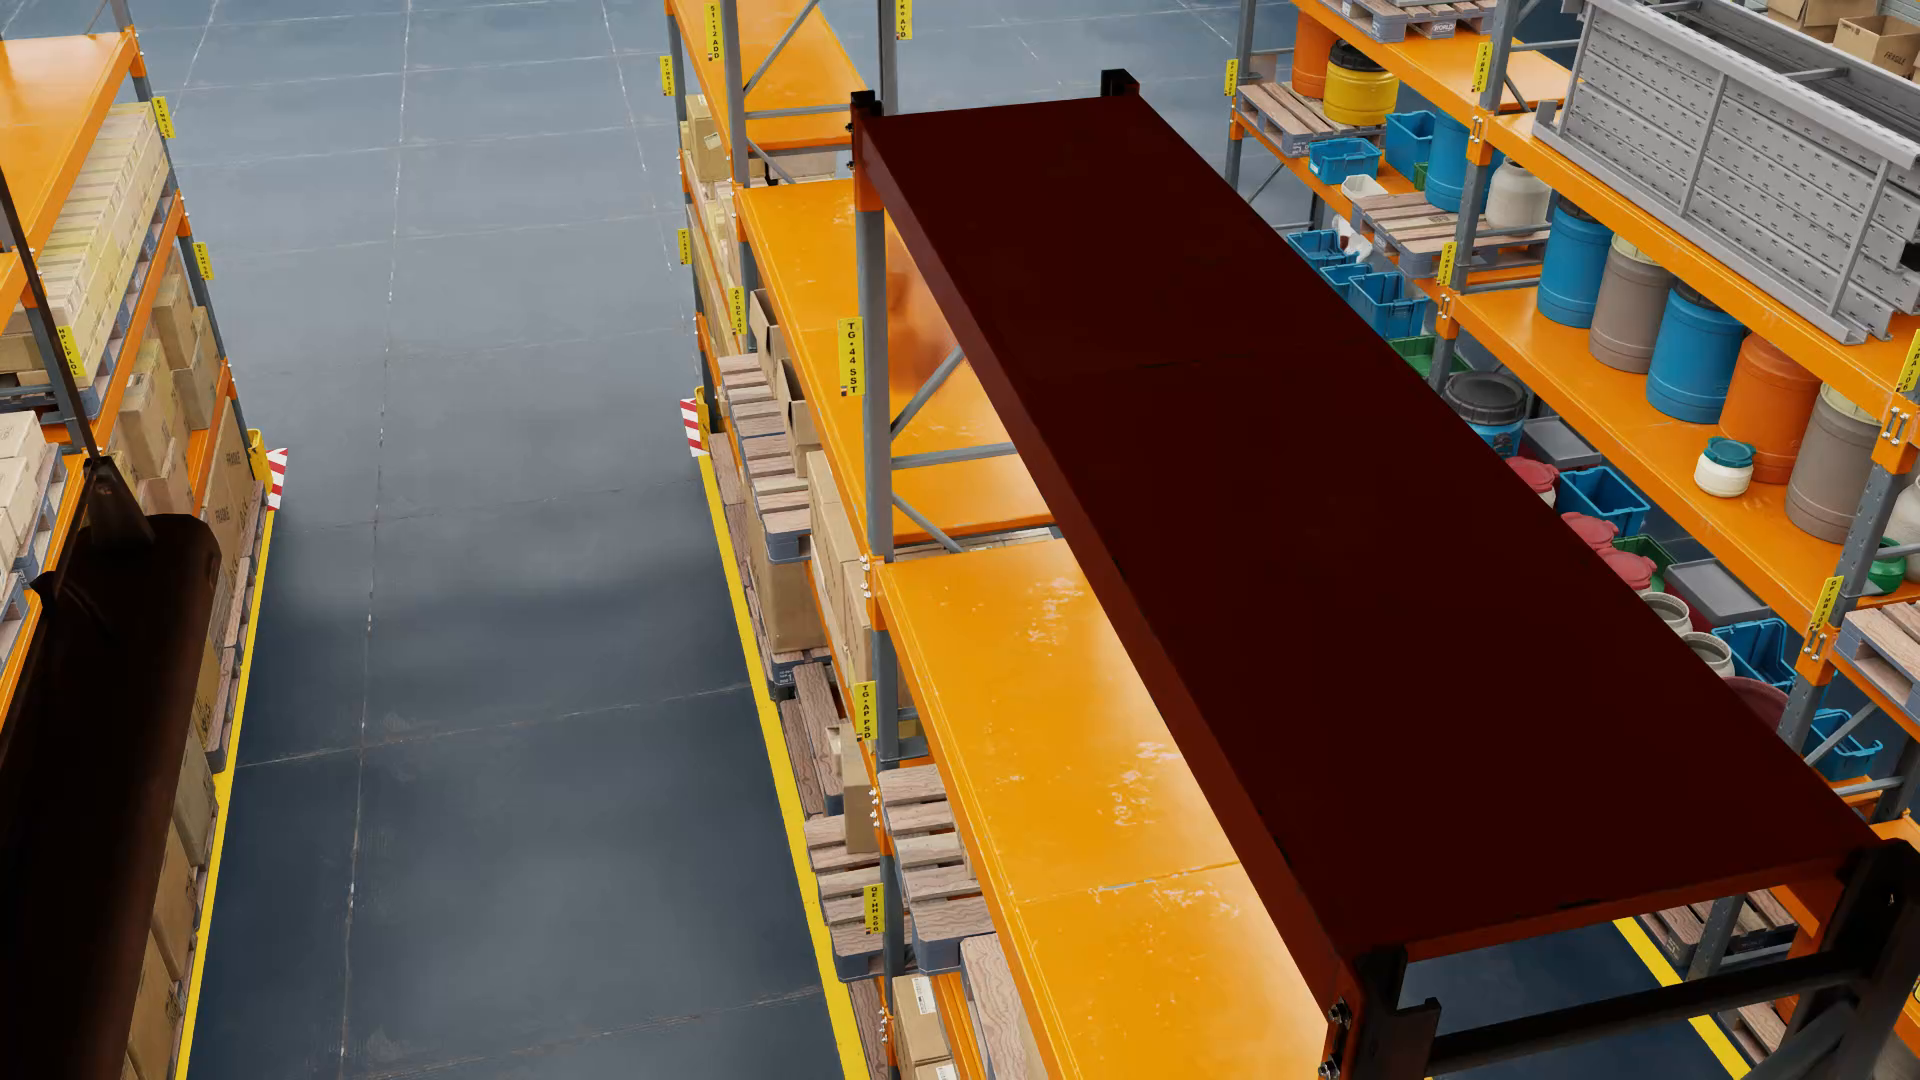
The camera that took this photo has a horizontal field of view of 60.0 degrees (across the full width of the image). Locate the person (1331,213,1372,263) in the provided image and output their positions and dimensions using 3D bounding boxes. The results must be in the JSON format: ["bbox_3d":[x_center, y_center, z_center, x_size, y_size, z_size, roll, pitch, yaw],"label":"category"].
[{"bbox_3d":[3.908,-2.937,16.872,0.763,1.701,0.515,-25,42,-32],"label":"person"}]

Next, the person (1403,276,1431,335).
[{"bbox_3d":[4.493,-2.432,16.289,0.580,1.560,0.714,-9,35,-13],"label":"person"}]
